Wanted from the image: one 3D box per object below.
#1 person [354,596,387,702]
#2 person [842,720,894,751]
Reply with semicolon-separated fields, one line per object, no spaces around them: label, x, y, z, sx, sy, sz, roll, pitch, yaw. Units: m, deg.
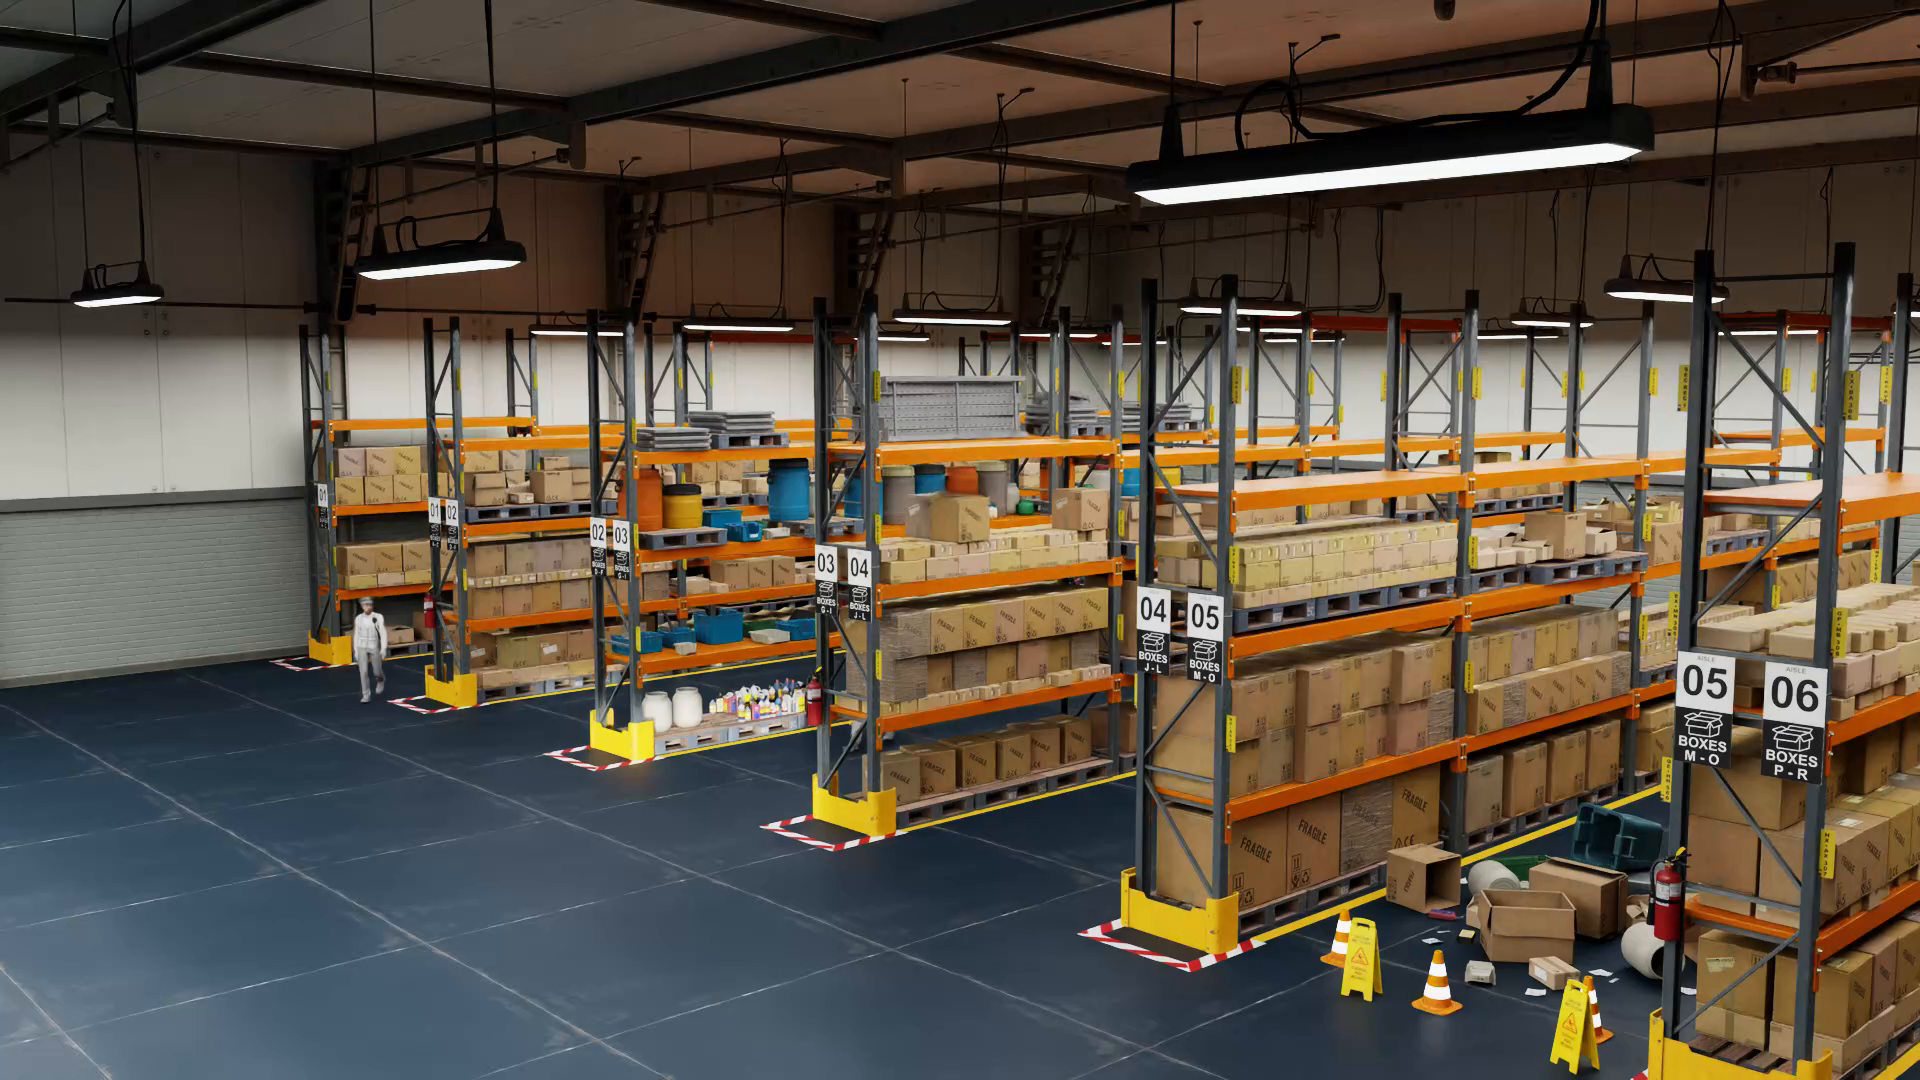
person;-9.262;1.686;26.160;0.499;1.656;0.683;-1;6;-8
person;-1.242;1.986;22.802;0.584;1.703;1.125;2;6;20
